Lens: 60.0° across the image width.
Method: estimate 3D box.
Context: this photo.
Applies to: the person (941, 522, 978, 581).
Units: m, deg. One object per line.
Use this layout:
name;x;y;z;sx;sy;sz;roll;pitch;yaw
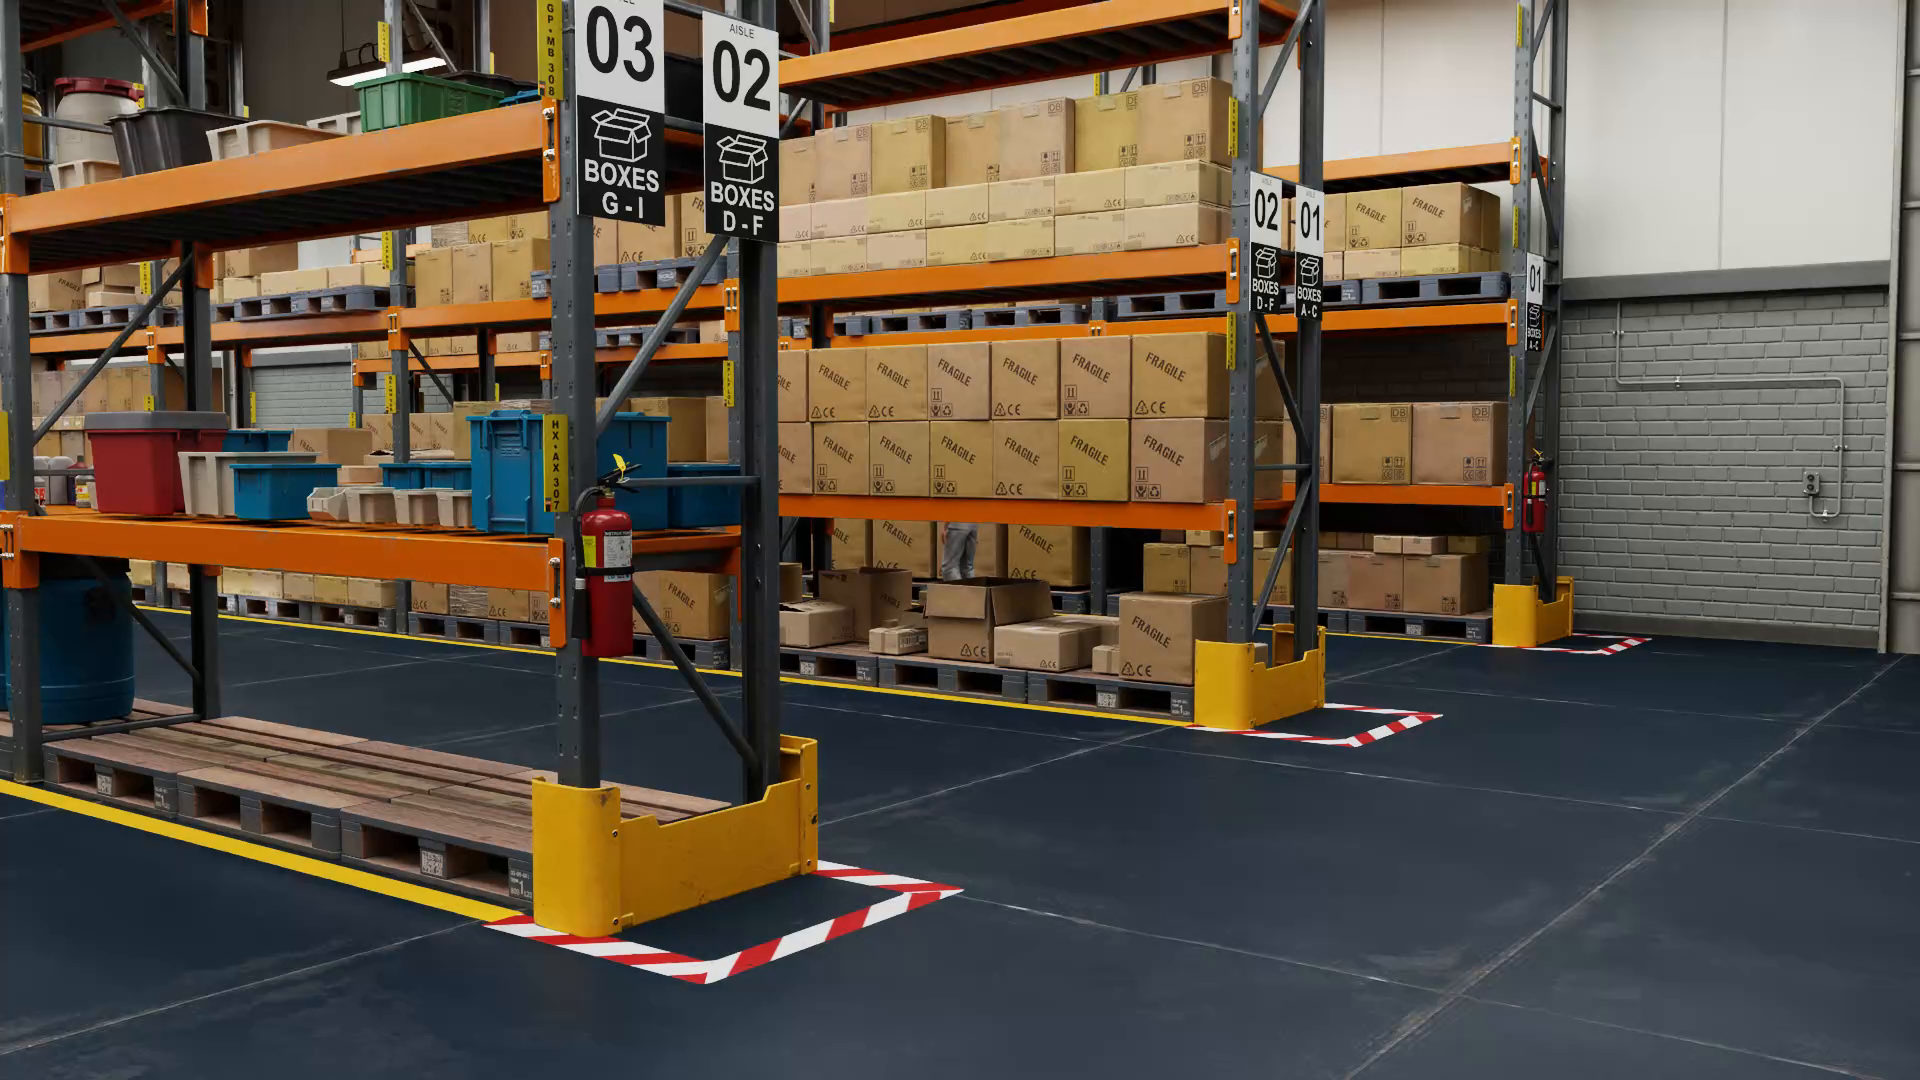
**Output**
person;-0.016;-0.089;15.690;0.362;1.671;0.514;2;4;33
